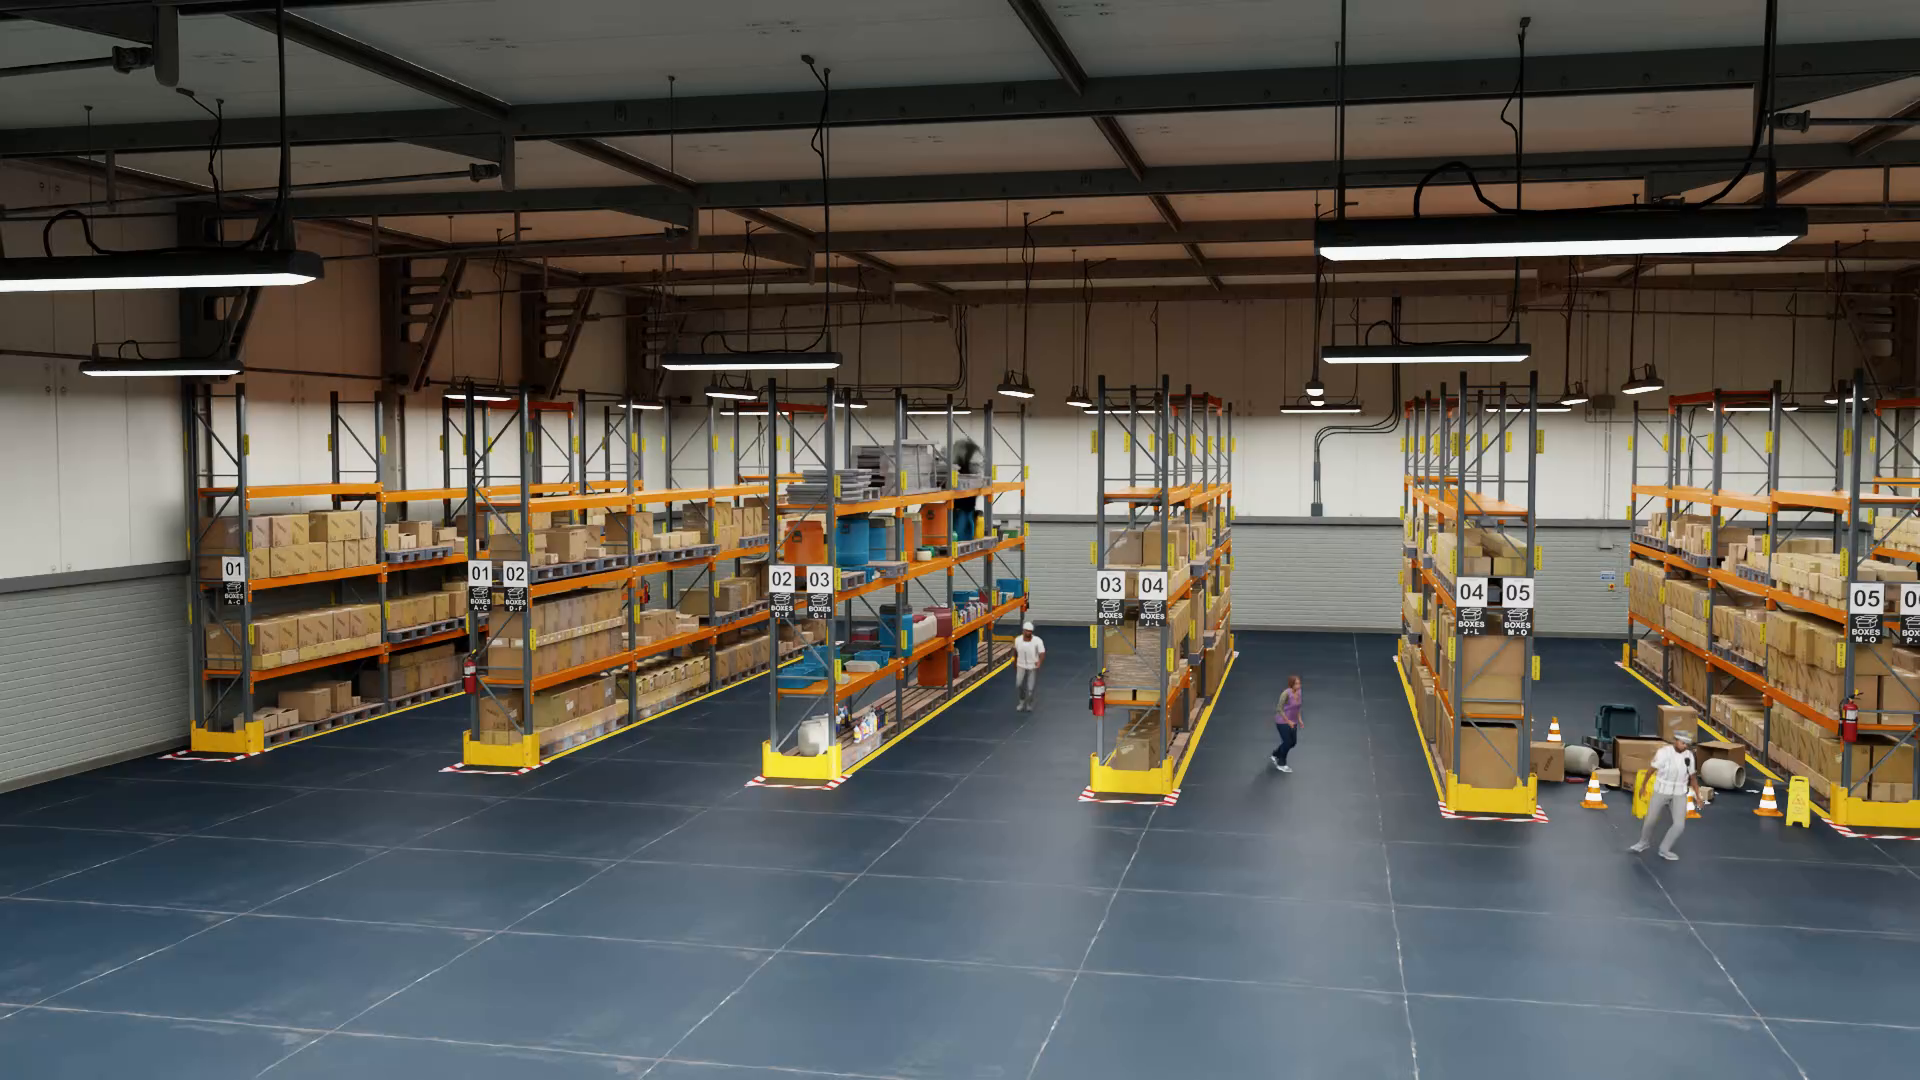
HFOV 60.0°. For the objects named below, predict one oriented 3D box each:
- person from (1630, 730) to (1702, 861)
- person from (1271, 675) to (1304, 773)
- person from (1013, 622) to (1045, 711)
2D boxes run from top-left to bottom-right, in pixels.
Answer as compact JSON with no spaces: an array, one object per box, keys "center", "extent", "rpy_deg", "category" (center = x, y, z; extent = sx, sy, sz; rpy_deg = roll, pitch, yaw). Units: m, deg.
[{"center":[8.540,3.055,20.111],"extent":[0.718,1.594,0.616],"rpy_deg":[0,3,5],"category":"person"},{"center":[4.962,2.795,25.423],"extent":[0.522,1.526,0.705],"rpy_deg":[-2,4,-34],"category":"person"},{"center":[1.261,2.362,30.870],"extent":[0.677,1.705,0.827],"rpy_deg":[1,3,12],"category":"person"}]
